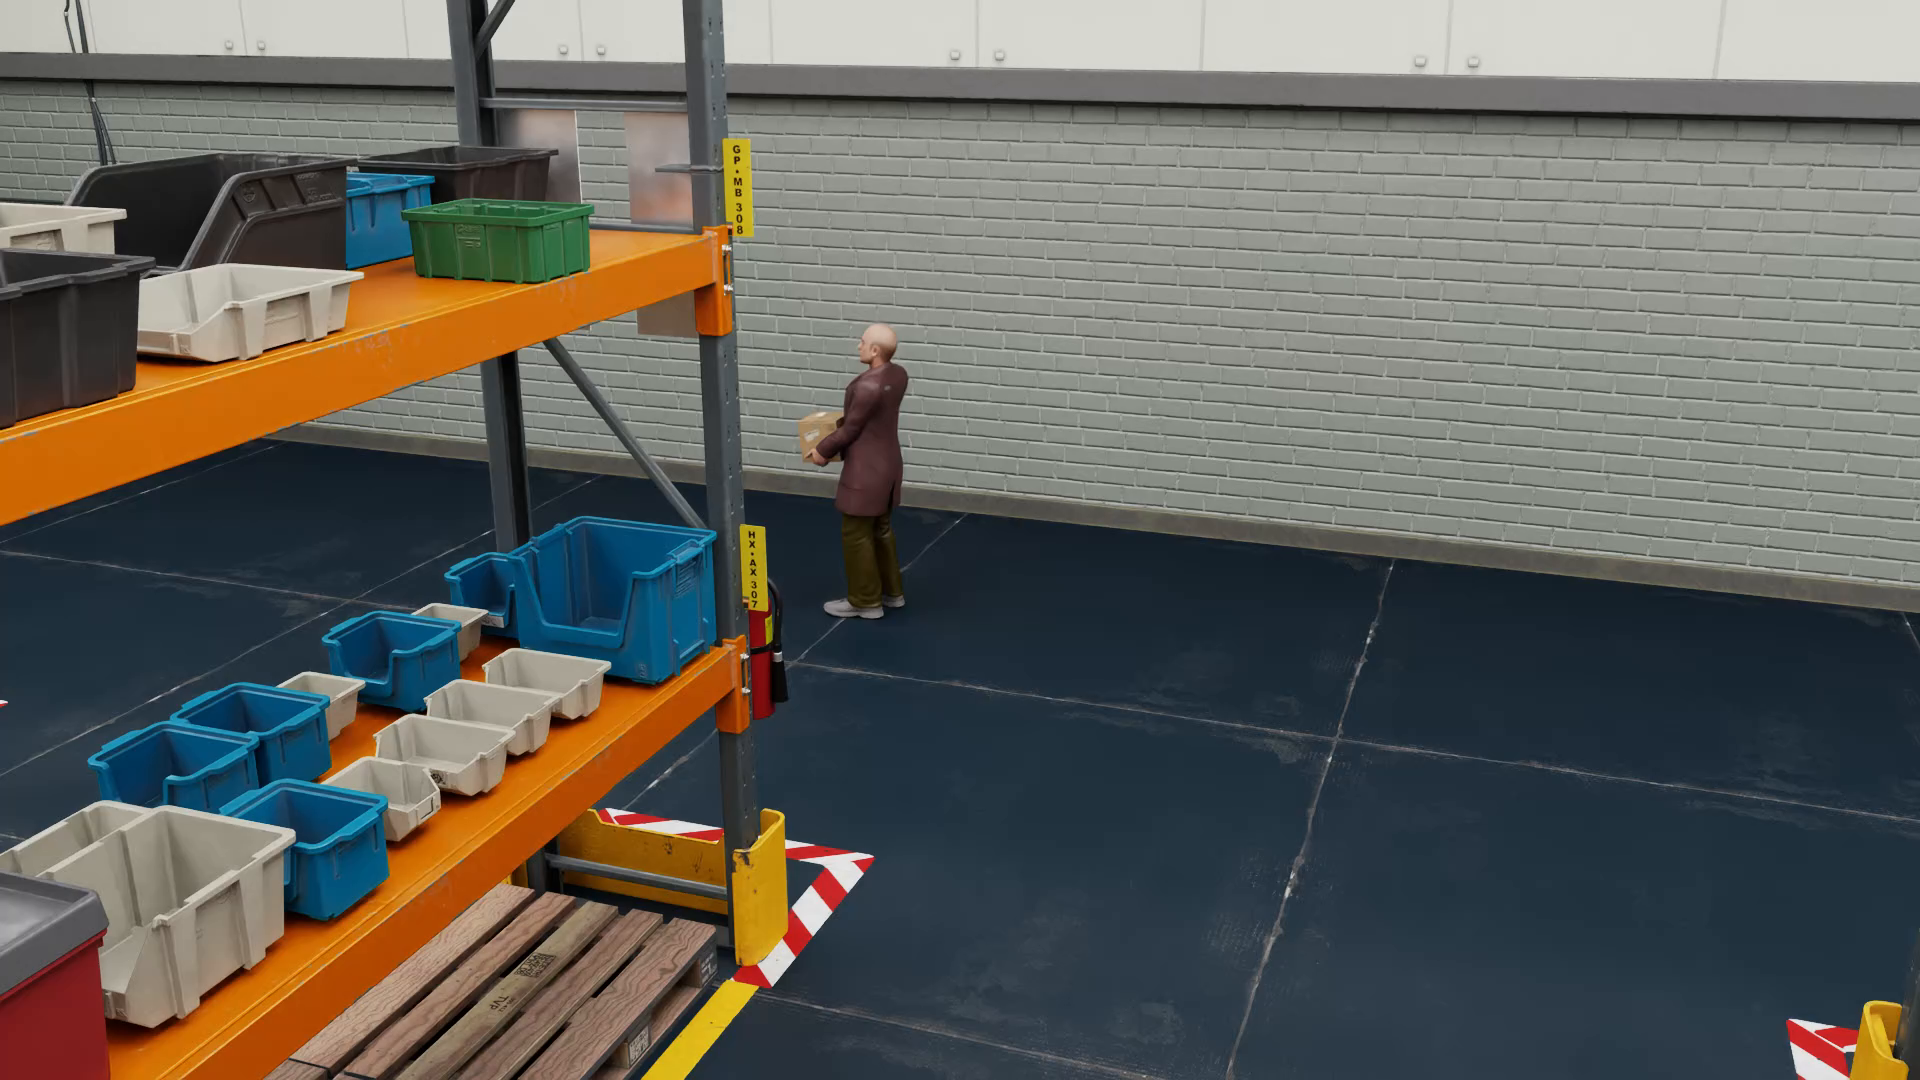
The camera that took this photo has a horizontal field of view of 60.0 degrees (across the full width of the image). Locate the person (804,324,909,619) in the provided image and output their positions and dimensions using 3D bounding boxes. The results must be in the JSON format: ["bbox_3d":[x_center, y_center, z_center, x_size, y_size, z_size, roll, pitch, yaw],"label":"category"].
[{"bbox_3d":[-0.613,-0.414,9.841,0.555,1.770,0.529,7,19,19],"label":"person"}]
